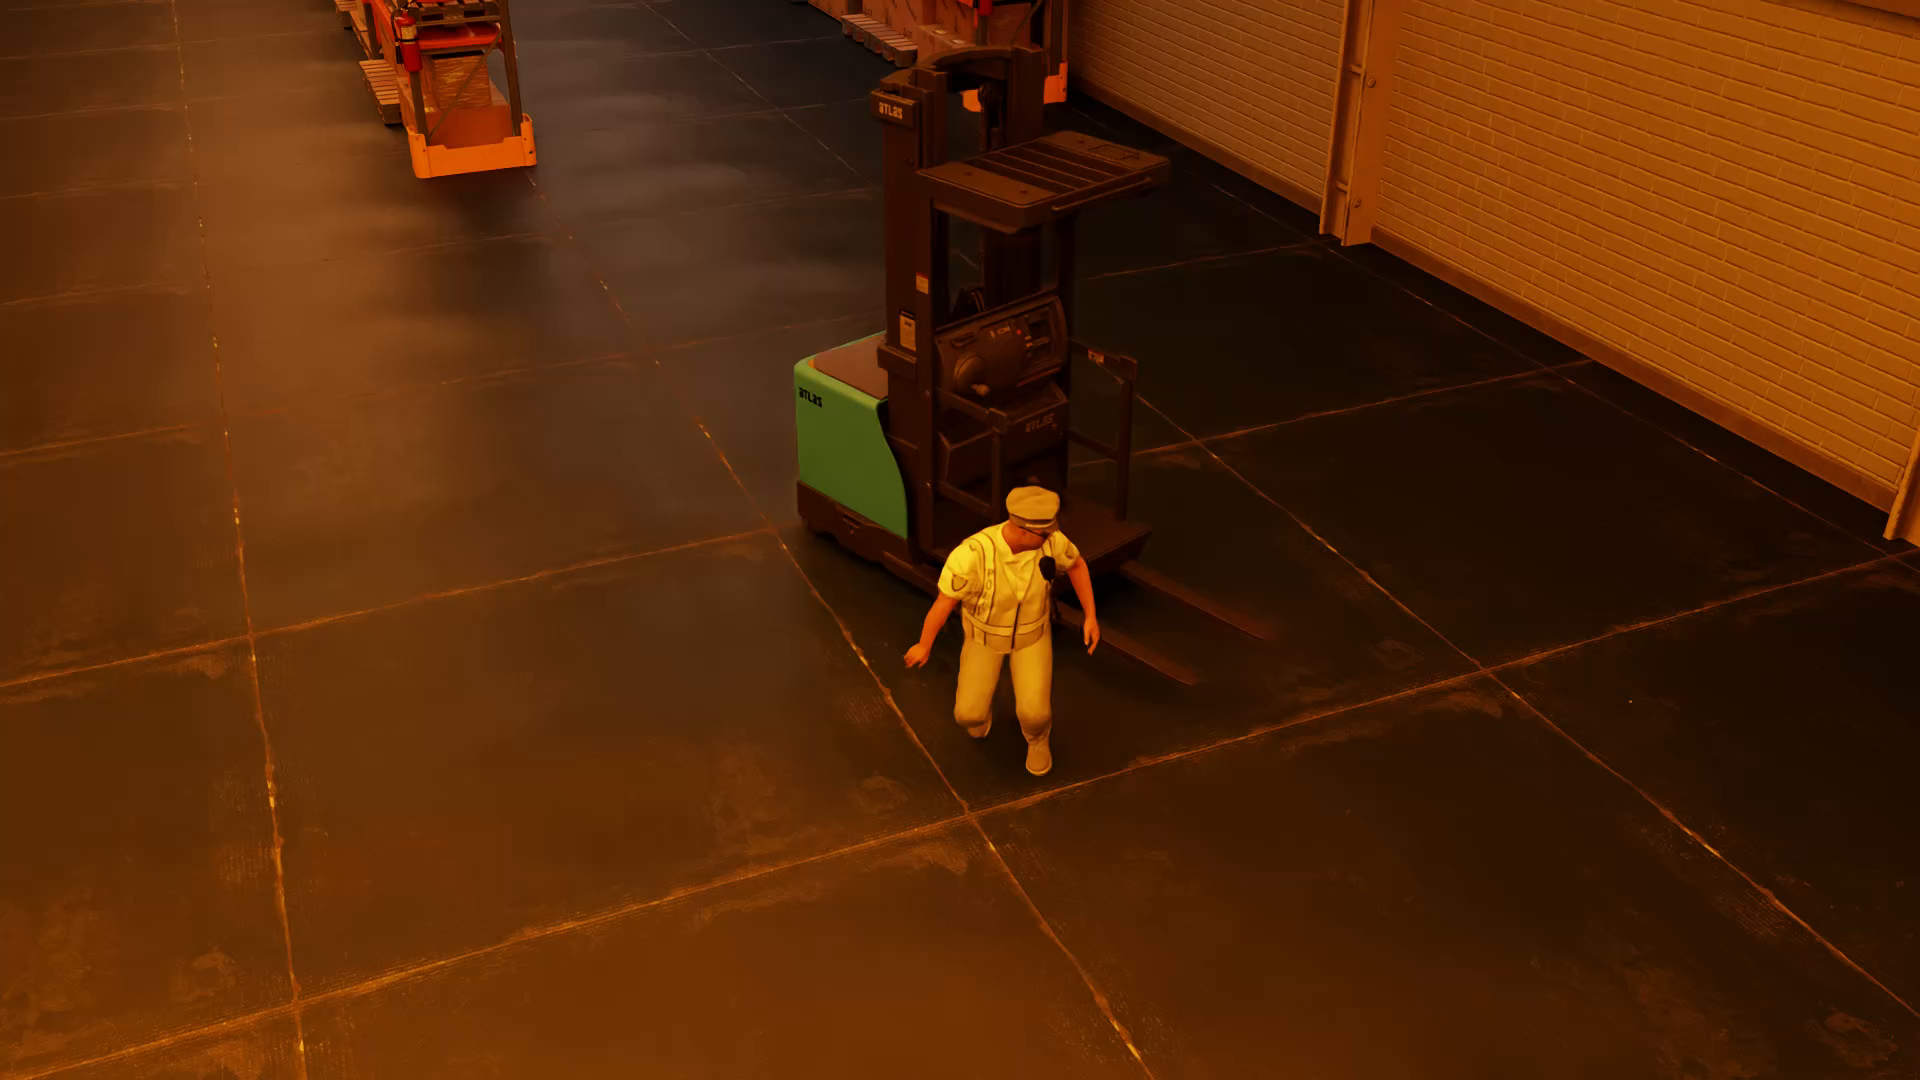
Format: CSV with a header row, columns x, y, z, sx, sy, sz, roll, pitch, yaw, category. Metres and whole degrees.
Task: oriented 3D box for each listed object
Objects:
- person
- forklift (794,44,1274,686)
x,y,z,sx,sy,sz,roll,pitch,yaw,category
0.187,0.409,7.845,0.921,1.578,0.609,-4,30,-6,person
0.379,-1.012,8.890,1.130,2.935,3.031,-25,38,-36,forklift
